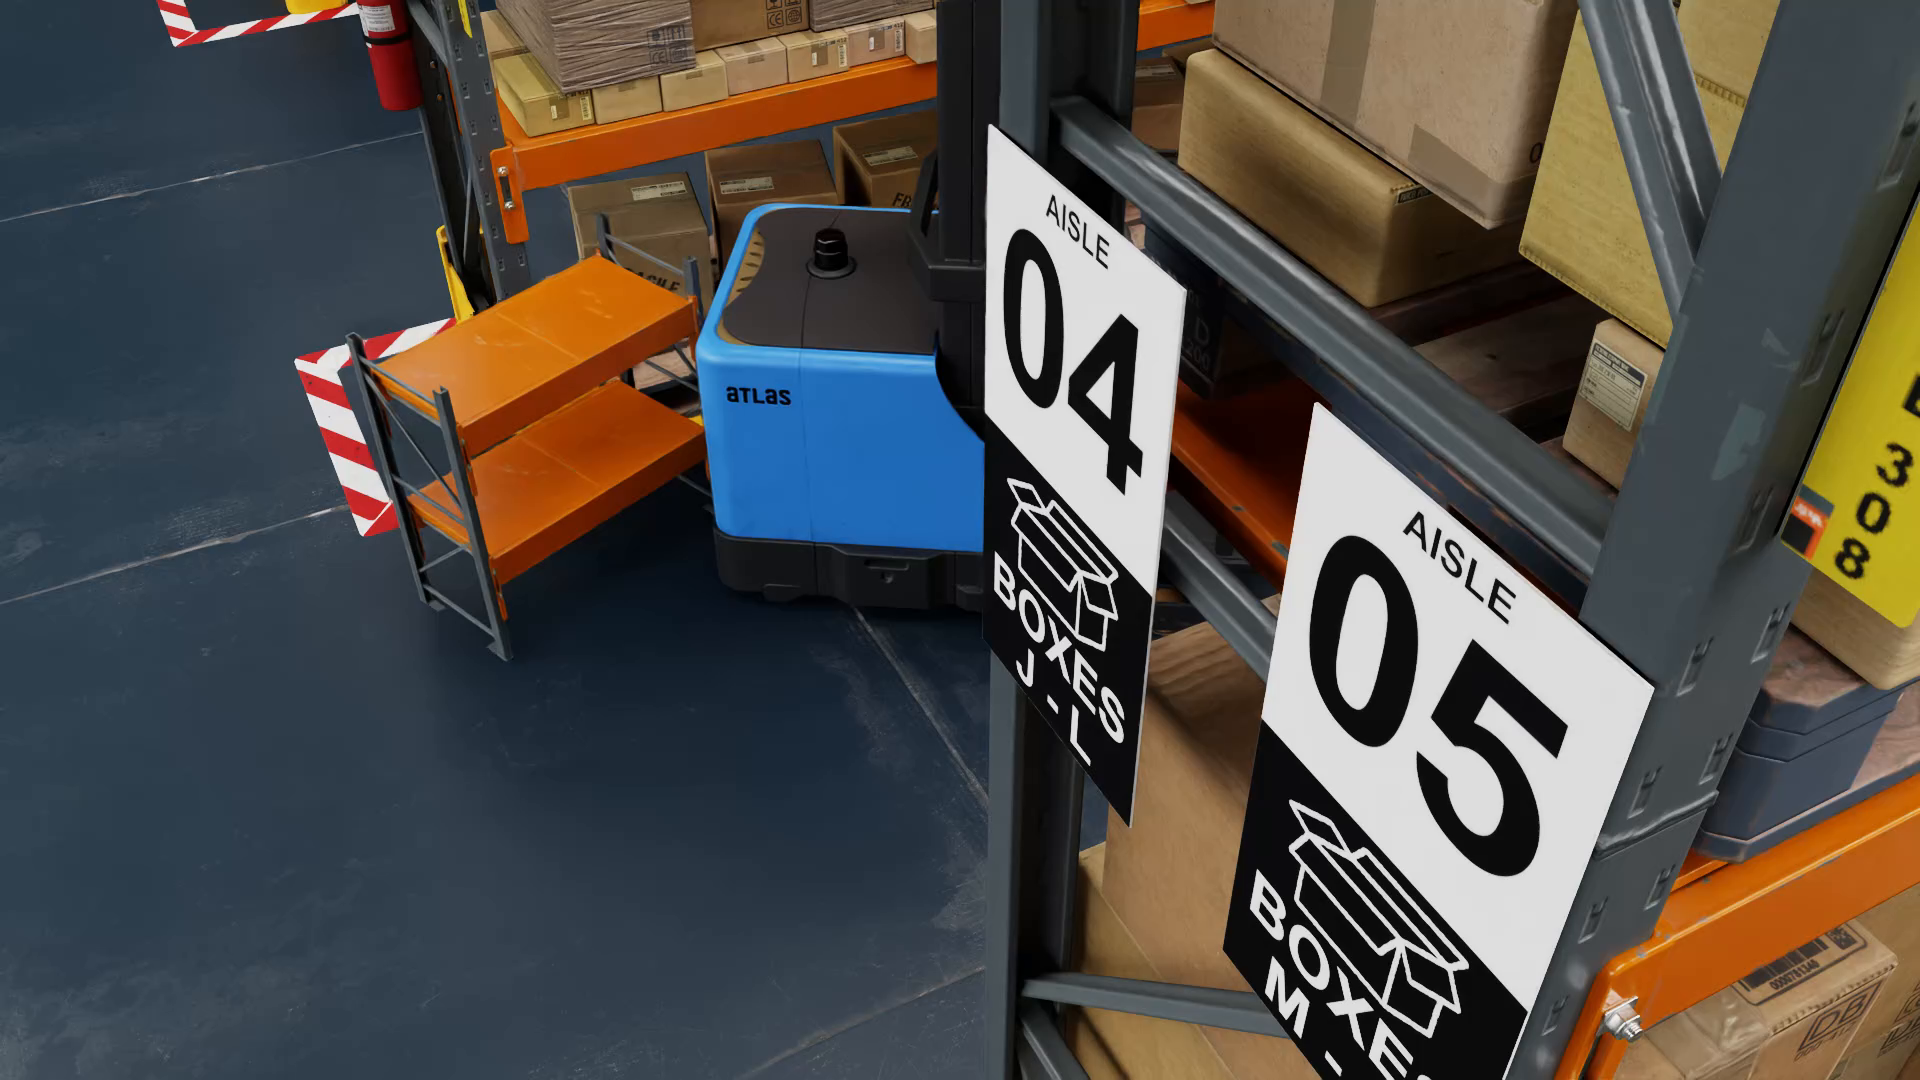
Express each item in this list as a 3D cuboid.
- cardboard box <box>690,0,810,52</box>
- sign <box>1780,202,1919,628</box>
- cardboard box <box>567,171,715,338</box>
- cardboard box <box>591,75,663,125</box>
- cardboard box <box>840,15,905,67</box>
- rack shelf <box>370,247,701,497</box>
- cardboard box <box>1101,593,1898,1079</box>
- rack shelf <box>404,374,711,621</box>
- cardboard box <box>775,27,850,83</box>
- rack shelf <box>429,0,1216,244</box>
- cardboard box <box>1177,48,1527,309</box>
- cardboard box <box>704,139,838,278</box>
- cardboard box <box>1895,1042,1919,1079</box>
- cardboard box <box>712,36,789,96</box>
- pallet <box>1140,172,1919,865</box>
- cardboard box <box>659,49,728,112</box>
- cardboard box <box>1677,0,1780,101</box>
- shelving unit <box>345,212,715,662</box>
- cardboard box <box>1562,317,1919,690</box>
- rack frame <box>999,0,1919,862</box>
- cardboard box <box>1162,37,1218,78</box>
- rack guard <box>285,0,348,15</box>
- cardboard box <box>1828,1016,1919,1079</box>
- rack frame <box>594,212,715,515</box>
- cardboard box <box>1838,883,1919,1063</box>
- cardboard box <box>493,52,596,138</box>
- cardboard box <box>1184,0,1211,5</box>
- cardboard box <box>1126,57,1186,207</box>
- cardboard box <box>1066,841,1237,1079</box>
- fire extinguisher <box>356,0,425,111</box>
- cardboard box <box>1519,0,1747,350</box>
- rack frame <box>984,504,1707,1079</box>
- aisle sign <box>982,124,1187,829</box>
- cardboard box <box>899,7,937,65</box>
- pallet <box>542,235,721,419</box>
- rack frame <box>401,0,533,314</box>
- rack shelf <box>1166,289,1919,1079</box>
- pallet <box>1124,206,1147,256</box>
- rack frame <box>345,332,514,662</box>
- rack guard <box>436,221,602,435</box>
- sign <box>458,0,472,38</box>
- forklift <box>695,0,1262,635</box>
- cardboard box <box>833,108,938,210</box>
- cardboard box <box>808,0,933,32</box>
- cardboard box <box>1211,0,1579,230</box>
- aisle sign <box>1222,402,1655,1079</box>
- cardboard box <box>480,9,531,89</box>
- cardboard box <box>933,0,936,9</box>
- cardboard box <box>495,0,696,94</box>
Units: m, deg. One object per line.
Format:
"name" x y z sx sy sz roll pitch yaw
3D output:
"cardboard box" -0.987 -2.297 6.335 0.500 0.500 0.875 -19 44 -21
"sign" 0.577 -0.096 0.982 0.005 0.325 0.100 -19 44 -21
"cardboard box" -1.314 -1.162 6.911 0.500 0.500 0.500 -11 41 -13
"cardboard box" -1.283 -1.696 6.126 0.250 0.149 0.380 -19 44 -21
"cardboard box" -0.408 -2.009 6.496 0.250 0.149 0.380 -19 44 -21
"rack shelf" -1.420 -0.594 5.626 0.538 0.278 1.000 29 48 30
"cardboard box" 0.672 0.535 2.344 0.550 0.550 0.875 -19 44 -21
"rack shelf" -1.418 -0.182 5.971 0.538 0.278 1.000 29 48 30
"cardboard box" -0.617 -1.919 6.389 0.250 0.149 0.380 -19 44 -21
"rack shelf" -0.102 -2.102 6.968 4.000 0.370 1.077 -19 44 -21
"cardboard box" 0.464 -0.448 1.928 0.250 0.149 0.380 -19 44 -21
"cardboard box" -0.800 -1.360 7.145 0.500 0.500 0.500 -8 41 -9
"cardboard box" 1.666 0.627 3.071 0.550 0.550 0.875 -19 44 -21
"cardboard box" -0.842 -1.848 6.306 0.250 0.149 0.380 -19 44 -21
"pallet" 0.979 -0.246 1.965 1.213 0.211 1.003 -19 44 -21
"cardboard box" -1.054 -1.762 6.204 0.250 0.149 0.380 -19 44 -21
"cardboard box" 0.769 -0.376 1.226 0.250 0.149 0.380 -18 43 -20
"shelving unit" -1.419 -0.370 5.814 0.538 1.125 1.048 29 48 30
"cardboard box" 0.778 -0.073 1.485 0.250 0.149 0.380 -18 44 -20
"rack frame" 0.326 -1.197 0.699 0.127 3.000 1.000 -19 44 -21
"cardboard box" 1.298 -2.083 7.999 0.500 0.500 0.500 -20 44 -22
"rack guard" -4.118 -3.713 10.250 0.348 0.500 1.175 -19 44 -21
"cardboard box" 1.111 0.722 2.959 0.550 0.550 0.875 -19 44 -21
"rack frame" -1.089 -0.619 6.110 0.500 1.125 0.032 29 48 30
"cardboard box" 1.118 0.318 2.601 0.550 0.550 0.875 -19 44 -21
"cardboard box" -1.513 -1.632 6.051 0.250 0.149 0.380 -19 44 -21
"cardboard box" 0.971 -2.397 6.954 0.250 0.149 0.380 -19 44 -21
"cardboard box" 0.794 -1.908 7.792 0.500 0.500 0.500 -6 41 -7
"cardboard box" 0.634 0.899 2.750 0.550 0.550 0.875 -19 44 -21
"fire extinguisher" -2.190 -1.980 6.327 0.183 0.674 0.296 -19 44 -21
"cardboard box" 0.872 -0.304 1.449 0.500 0.250 0.500 -19 44 -21
"rack frame" 0.326 1.093 2.637 0.127 3.000 1.000 -19 44 -21
"aisle sign" 0.124 -0.050 1.975 0.004 0.787 0.394 -19 44 -21
"cardboard box" -0.138 -2.024 6.514 0.250 0.149 0.380 -19 44 -21
"pallet" -1.072 -0.960 7.221 1.213 0.211 1.003 -19 44 -21
"rack frame" -1.876 -1.779 6.030 0.127 3.000 1.000 -19 44 -21
"rack shelf" 2.099 -0.374 2.606 4.000 0.370 1.077 -19 44 -21
"pallet" 1.092 -1.688 8.081 1.213 0.211 1.003 -19 44 -21
"rack frame" -1.749 -0.120 5.519 0.500 1.125 0.032 29 48 30
"rack guard" -1.809 -0.848 6.865 0.348 0.500 1.175 -19 44 -21
"sign" -1.625 -1.799 5.384 0.005 0.325 0.100 -19 44 -21
"forklift" 0.676 -1.134 5.321 3.031 2.935 1.130 3 40 4
"cardboard box" -0.236 -1.536 7.353 0.500 0.500 0.500 -15 42 -17
"cardboard box" -0.524 -2.422 6.482 0.500 0.500 0.875 -19 44 -21
"cardboard box" 0.631 -0.613 1.814 0.500 0.250 0.500 -18 43 -20
"aisle sign" 0.401 0.294 1.569 0.004 0.787 0.394 -19 44 -21
"cardboard box" -1.719 -1.887 6.352 0.250 0.149 0.380 -19 44 -21
"cardboard box" -0.075 -2.564 6.650 0.500 0.500 0.875 -19 44 -21
"cardboard box" -1.376 -2.080 6.077 0.500 0.500 0.875 -19 44 -21
